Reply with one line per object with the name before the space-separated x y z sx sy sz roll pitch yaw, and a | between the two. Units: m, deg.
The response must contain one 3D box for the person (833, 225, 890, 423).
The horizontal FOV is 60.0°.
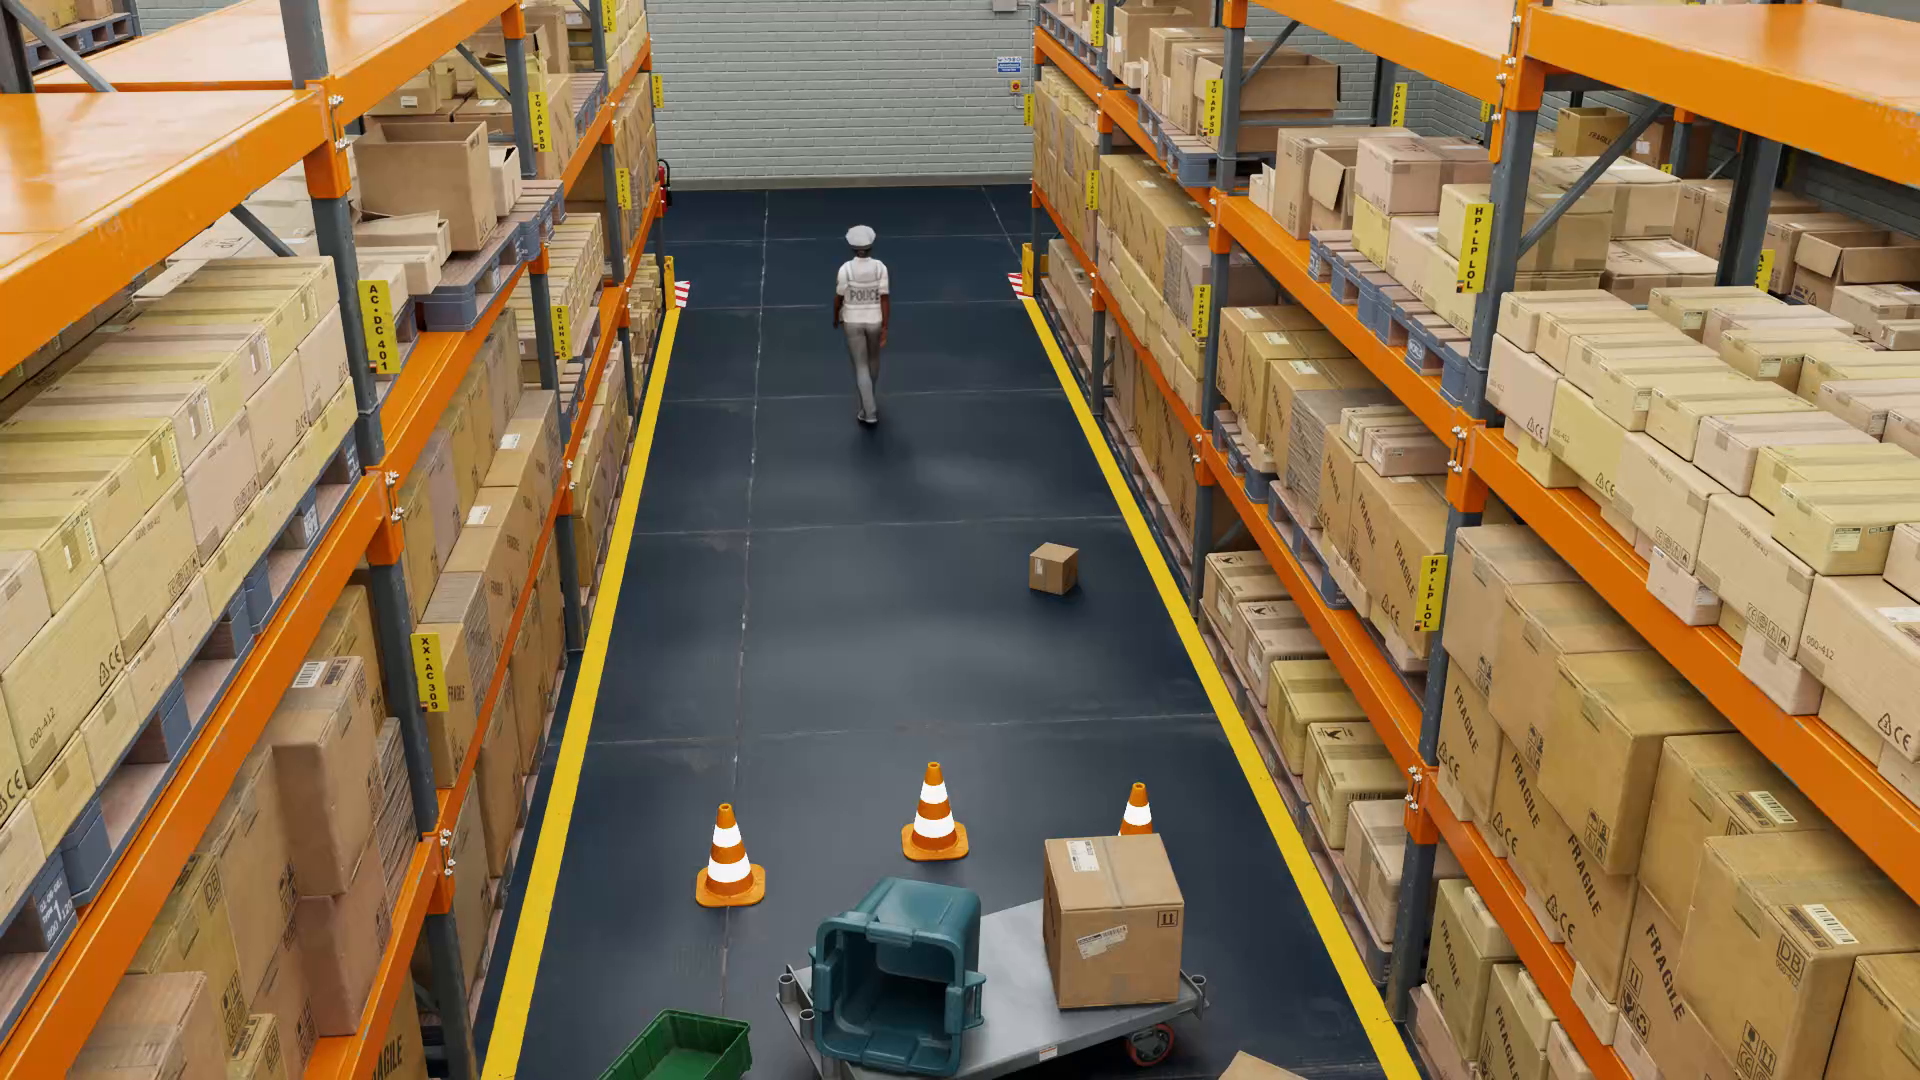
person | -0.873 -1.909 14.338 0.449 1.650 0.927 -8 25 -17
